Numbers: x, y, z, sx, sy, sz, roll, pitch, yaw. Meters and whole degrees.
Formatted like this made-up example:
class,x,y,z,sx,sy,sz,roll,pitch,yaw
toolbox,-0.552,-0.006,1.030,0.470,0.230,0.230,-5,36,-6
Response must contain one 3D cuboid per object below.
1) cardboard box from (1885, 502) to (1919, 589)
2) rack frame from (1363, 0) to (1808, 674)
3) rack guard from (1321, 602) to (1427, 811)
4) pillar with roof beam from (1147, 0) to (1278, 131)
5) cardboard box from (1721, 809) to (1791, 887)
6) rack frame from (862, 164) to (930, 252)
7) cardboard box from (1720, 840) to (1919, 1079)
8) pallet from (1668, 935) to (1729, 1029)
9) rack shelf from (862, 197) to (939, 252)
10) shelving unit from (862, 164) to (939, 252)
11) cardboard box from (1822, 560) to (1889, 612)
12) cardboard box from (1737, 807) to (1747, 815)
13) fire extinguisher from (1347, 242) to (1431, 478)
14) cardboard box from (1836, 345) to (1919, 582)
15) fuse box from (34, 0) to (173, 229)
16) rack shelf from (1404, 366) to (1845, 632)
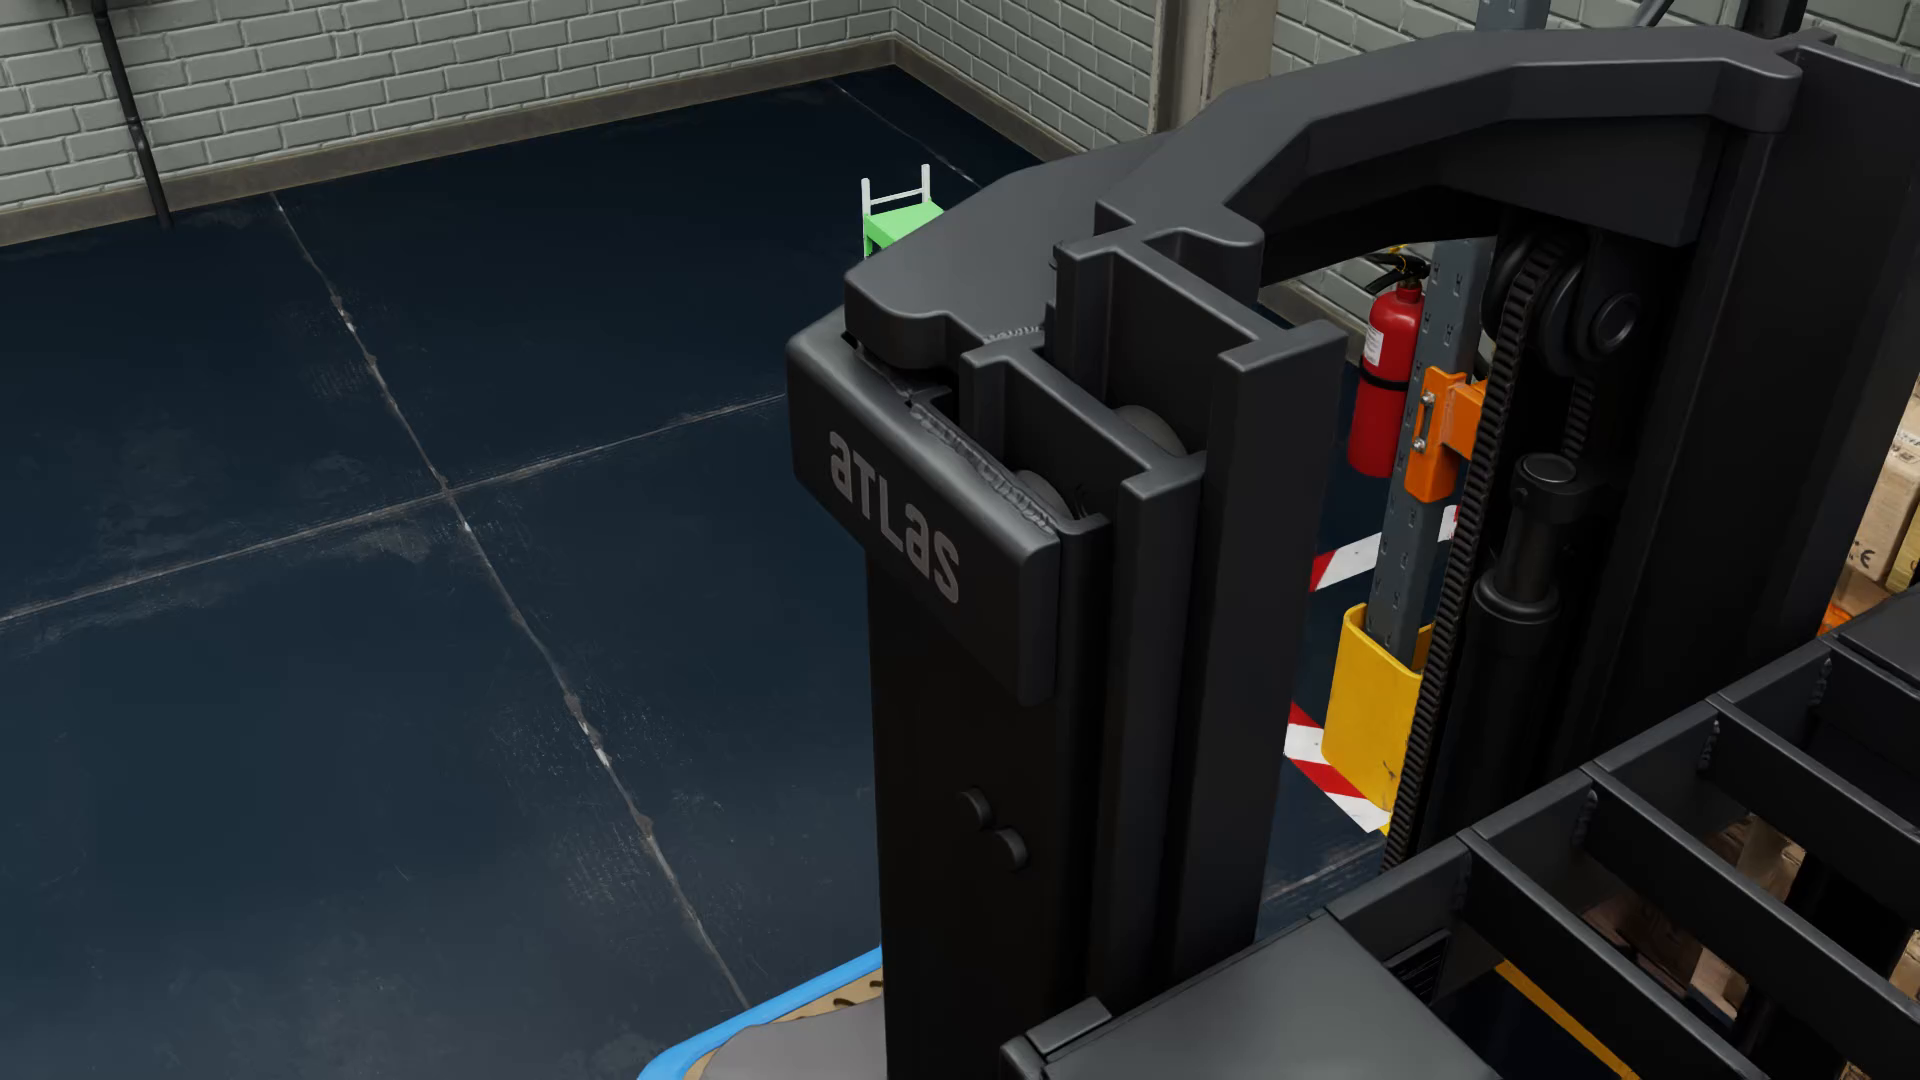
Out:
class,x,y,z,sx,sy,sz,roll,pitch,yaw
cardboard box,2.099,0.042,3.025,0.500,0.250,0.500,-20,41,-25
rack frame,1.593,-0.725,4.199,1.000,3.000,0.127,-19,40,-24
rack guard,1.631,0.324,4.883,1.175,0.500,0.348,-19,40,-24
pillar with roof beam,-2.705,-3.514,2.931,9.100,9.000,0.400,-19,40,-24
cardboard box,1.998,0.825,4.138,0.380,0.149,0.250,-21,41,-26
rack frame,-0.206,-0.693,5.682,0.240,1.200,0.015,-19,40,-24
cardboard box,2.214,0.903,3.734,0.700,0.500,0.500,-17,40,-22
pallet,2.032,0.847,4.412,1.003,0.211,1.213,-19,40,-24
rack shelf,-0.083,-0.905,5.266,0.258,0.148,0.480,-19,40,-24
shelving unit,-0.083,-0.569,5.512,0.258,1.200,0.503,-19,40,-24
cardboard box,1.924,0.012,3.403,0.380,0.149,0.250,-18,40,-23
cardboard box,1.818,0.454,4.346,0.797,0.503,0.637,-21,41,-26
fire extinguisher,1.119,-0.481,4.247,0.296,0.674,0.183,-19,40,-24
cardboard box,1.841,-0.216,3.377,0.500,0.250,0.500,-18,40,-23
fuse box,-3.661,-2.148,7.241,0.539,1.711,0.414,-19,40,-24
rack shelf,2.597,0.586,3.015,1.077,0.370,4.000,-19,40,-24
